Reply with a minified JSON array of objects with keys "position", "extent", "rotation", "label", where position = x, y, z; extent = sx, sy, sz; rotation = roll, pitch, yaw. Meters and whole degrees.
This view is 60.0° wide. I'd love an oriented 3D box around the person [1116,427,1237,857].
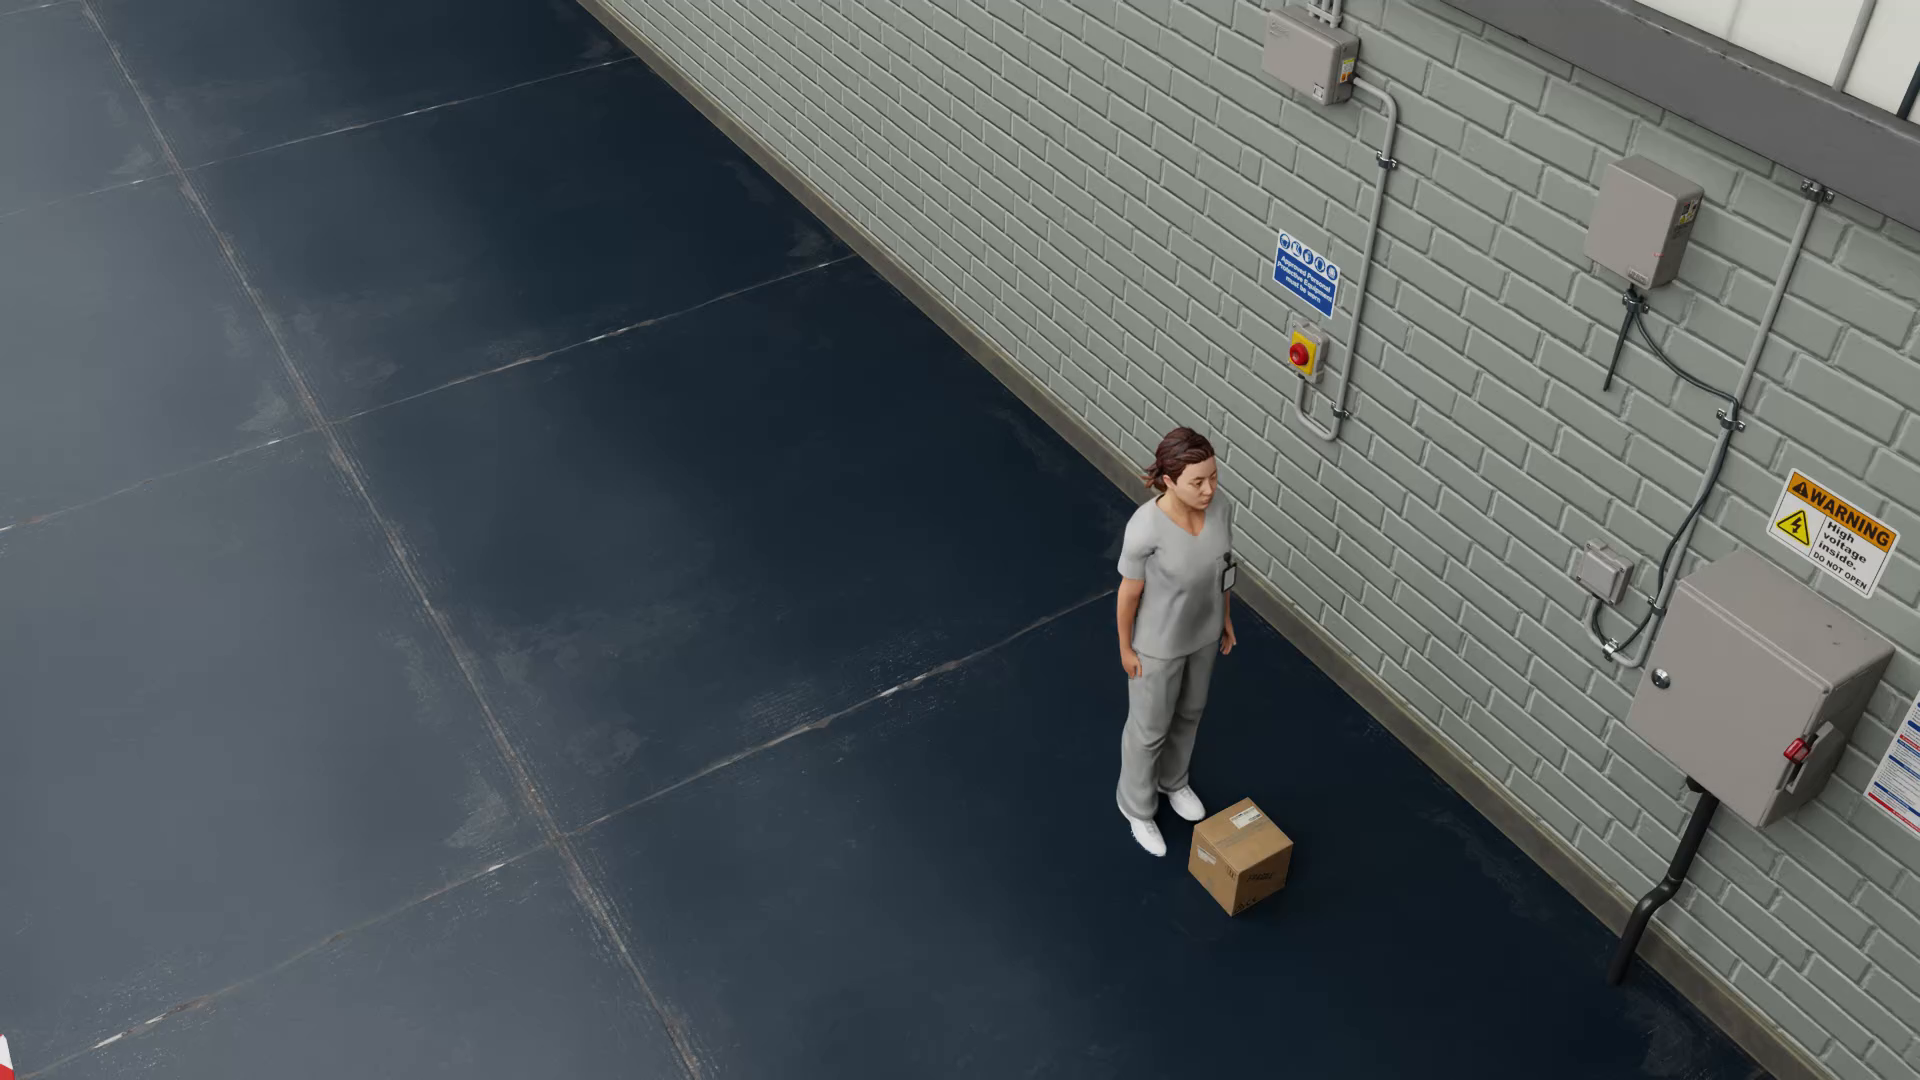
[{"position":[0.762,0.355,5.767],"extent":[0.450,1.708,0.460],"rotation":[-22,46,-24],"label":"person"}]
